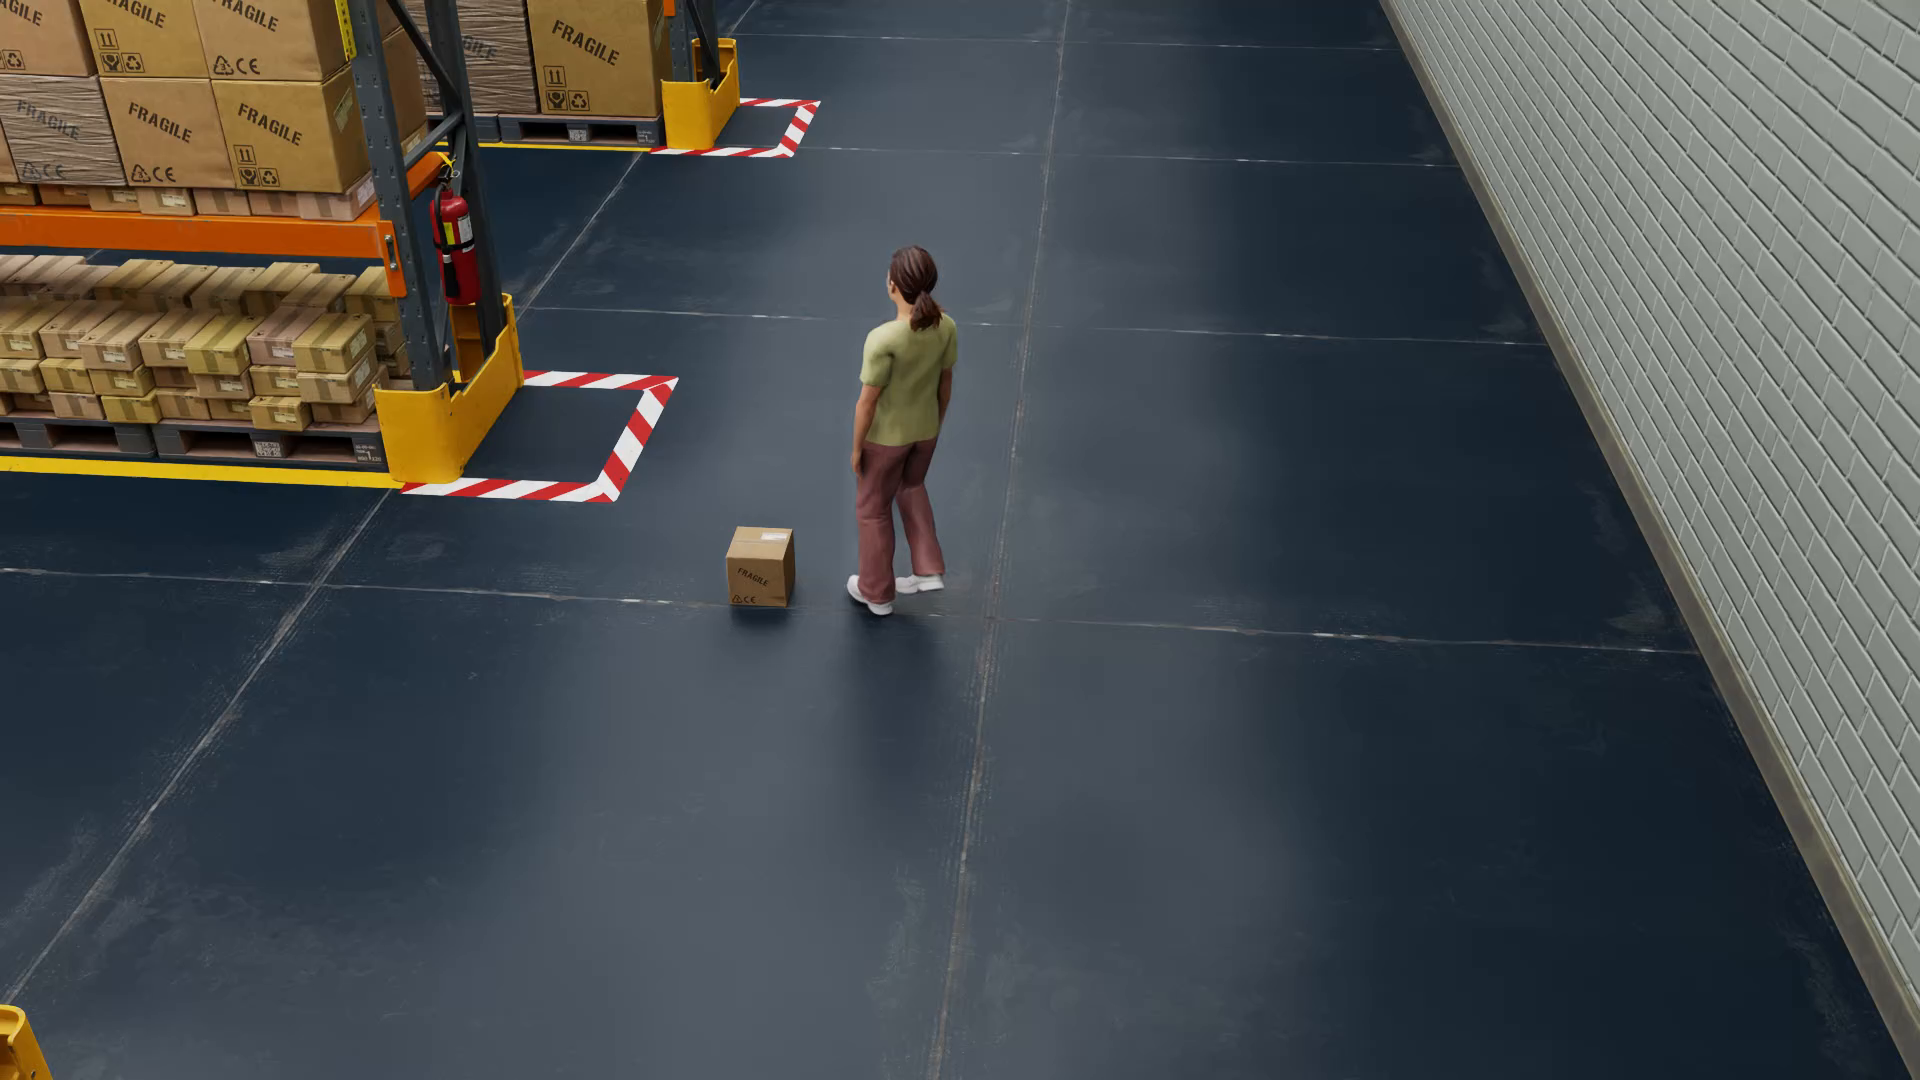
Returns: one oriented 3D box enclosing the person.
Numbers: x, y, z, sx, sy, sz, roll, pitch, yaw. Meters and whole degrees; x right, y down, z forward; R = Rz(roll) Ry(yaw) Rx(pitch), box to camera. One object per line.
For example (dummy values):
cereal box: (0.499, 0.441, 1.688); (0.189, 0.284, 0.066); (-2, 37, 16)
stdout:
person: (-0.266, -0.430, 6.821); (0.469, 1.668, 0.504); (-22, 38, -31)
